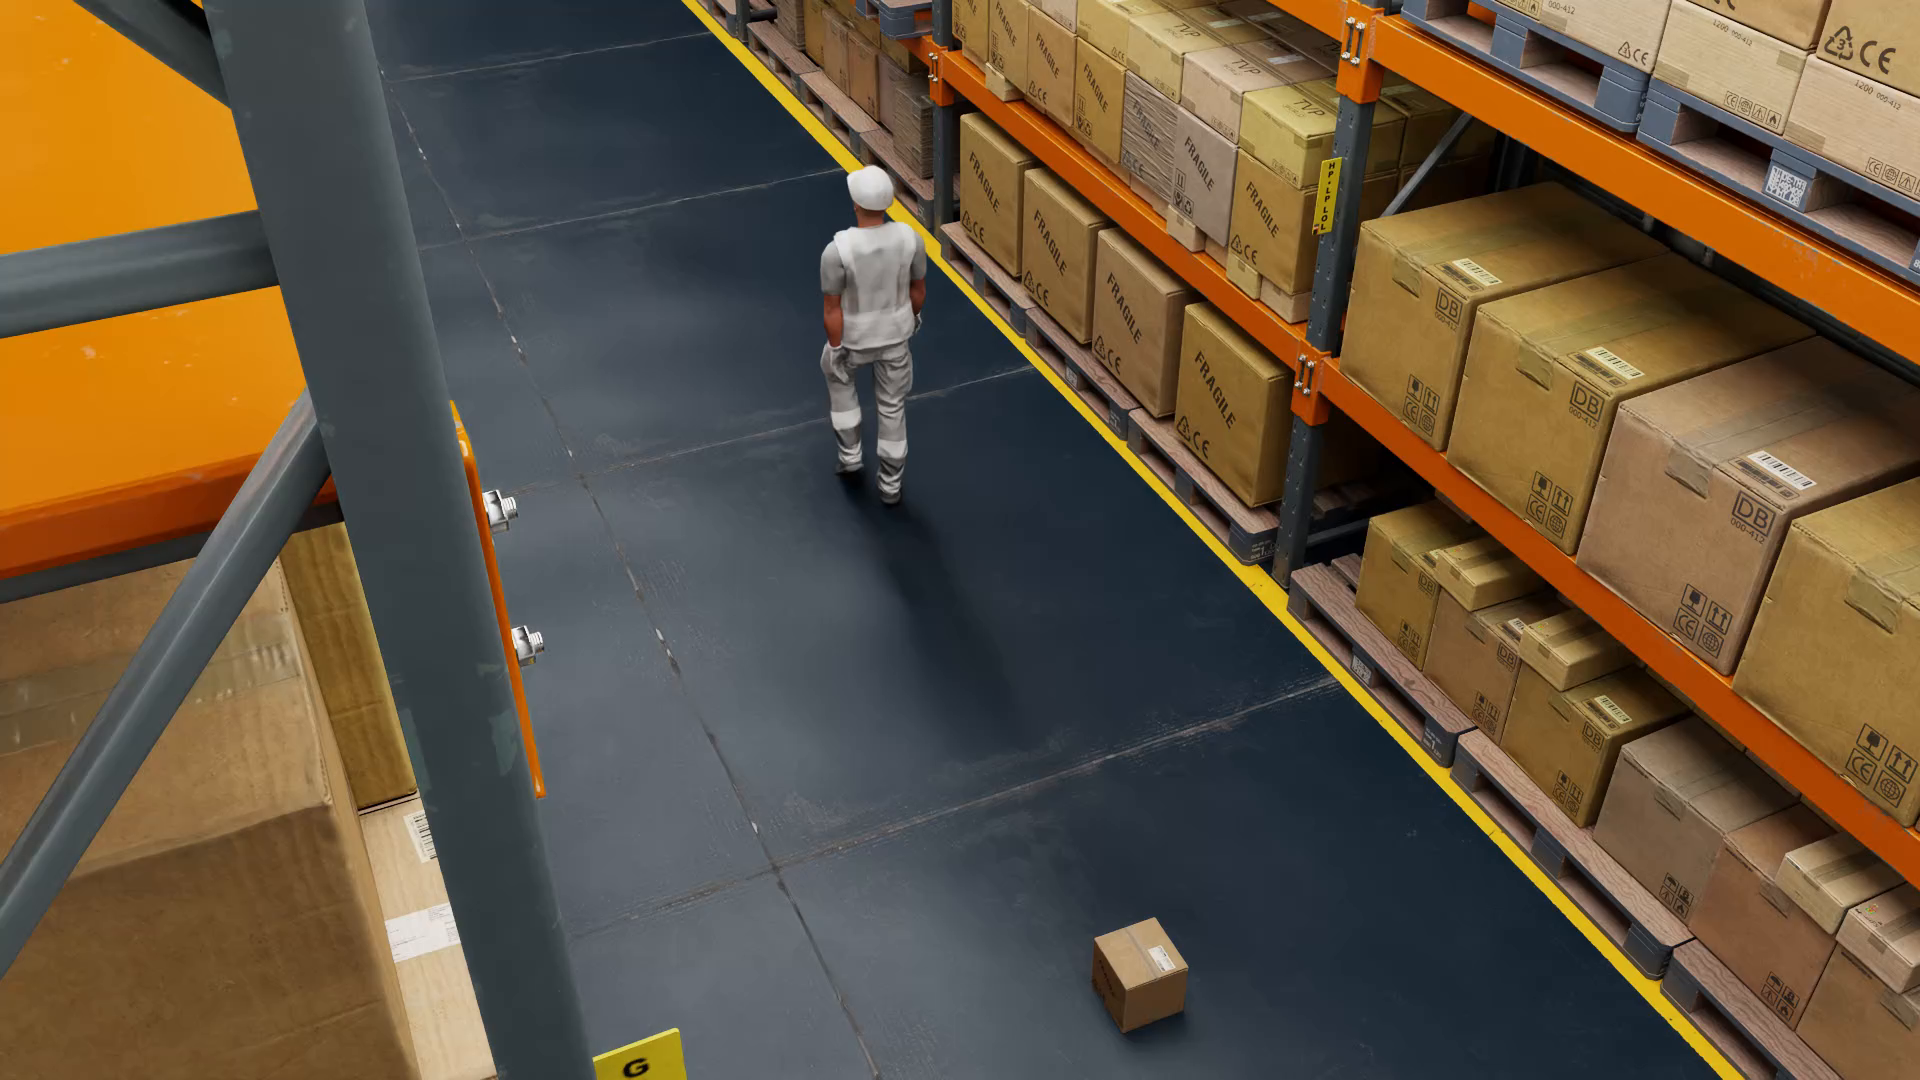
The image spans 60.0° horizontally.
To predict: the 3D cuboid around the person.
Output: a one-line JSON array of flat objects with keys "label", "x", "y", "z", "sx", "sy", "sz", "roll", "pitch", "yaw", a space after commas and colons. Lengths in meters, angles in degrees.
[{"label": "person", "x": -0.427, "y": -1.002, "z": 8.172, "sx": 0.537, "sy": 1.838, "sz": 0.502, "roll": -9, "pitch": 38, "yaw": -12}]
